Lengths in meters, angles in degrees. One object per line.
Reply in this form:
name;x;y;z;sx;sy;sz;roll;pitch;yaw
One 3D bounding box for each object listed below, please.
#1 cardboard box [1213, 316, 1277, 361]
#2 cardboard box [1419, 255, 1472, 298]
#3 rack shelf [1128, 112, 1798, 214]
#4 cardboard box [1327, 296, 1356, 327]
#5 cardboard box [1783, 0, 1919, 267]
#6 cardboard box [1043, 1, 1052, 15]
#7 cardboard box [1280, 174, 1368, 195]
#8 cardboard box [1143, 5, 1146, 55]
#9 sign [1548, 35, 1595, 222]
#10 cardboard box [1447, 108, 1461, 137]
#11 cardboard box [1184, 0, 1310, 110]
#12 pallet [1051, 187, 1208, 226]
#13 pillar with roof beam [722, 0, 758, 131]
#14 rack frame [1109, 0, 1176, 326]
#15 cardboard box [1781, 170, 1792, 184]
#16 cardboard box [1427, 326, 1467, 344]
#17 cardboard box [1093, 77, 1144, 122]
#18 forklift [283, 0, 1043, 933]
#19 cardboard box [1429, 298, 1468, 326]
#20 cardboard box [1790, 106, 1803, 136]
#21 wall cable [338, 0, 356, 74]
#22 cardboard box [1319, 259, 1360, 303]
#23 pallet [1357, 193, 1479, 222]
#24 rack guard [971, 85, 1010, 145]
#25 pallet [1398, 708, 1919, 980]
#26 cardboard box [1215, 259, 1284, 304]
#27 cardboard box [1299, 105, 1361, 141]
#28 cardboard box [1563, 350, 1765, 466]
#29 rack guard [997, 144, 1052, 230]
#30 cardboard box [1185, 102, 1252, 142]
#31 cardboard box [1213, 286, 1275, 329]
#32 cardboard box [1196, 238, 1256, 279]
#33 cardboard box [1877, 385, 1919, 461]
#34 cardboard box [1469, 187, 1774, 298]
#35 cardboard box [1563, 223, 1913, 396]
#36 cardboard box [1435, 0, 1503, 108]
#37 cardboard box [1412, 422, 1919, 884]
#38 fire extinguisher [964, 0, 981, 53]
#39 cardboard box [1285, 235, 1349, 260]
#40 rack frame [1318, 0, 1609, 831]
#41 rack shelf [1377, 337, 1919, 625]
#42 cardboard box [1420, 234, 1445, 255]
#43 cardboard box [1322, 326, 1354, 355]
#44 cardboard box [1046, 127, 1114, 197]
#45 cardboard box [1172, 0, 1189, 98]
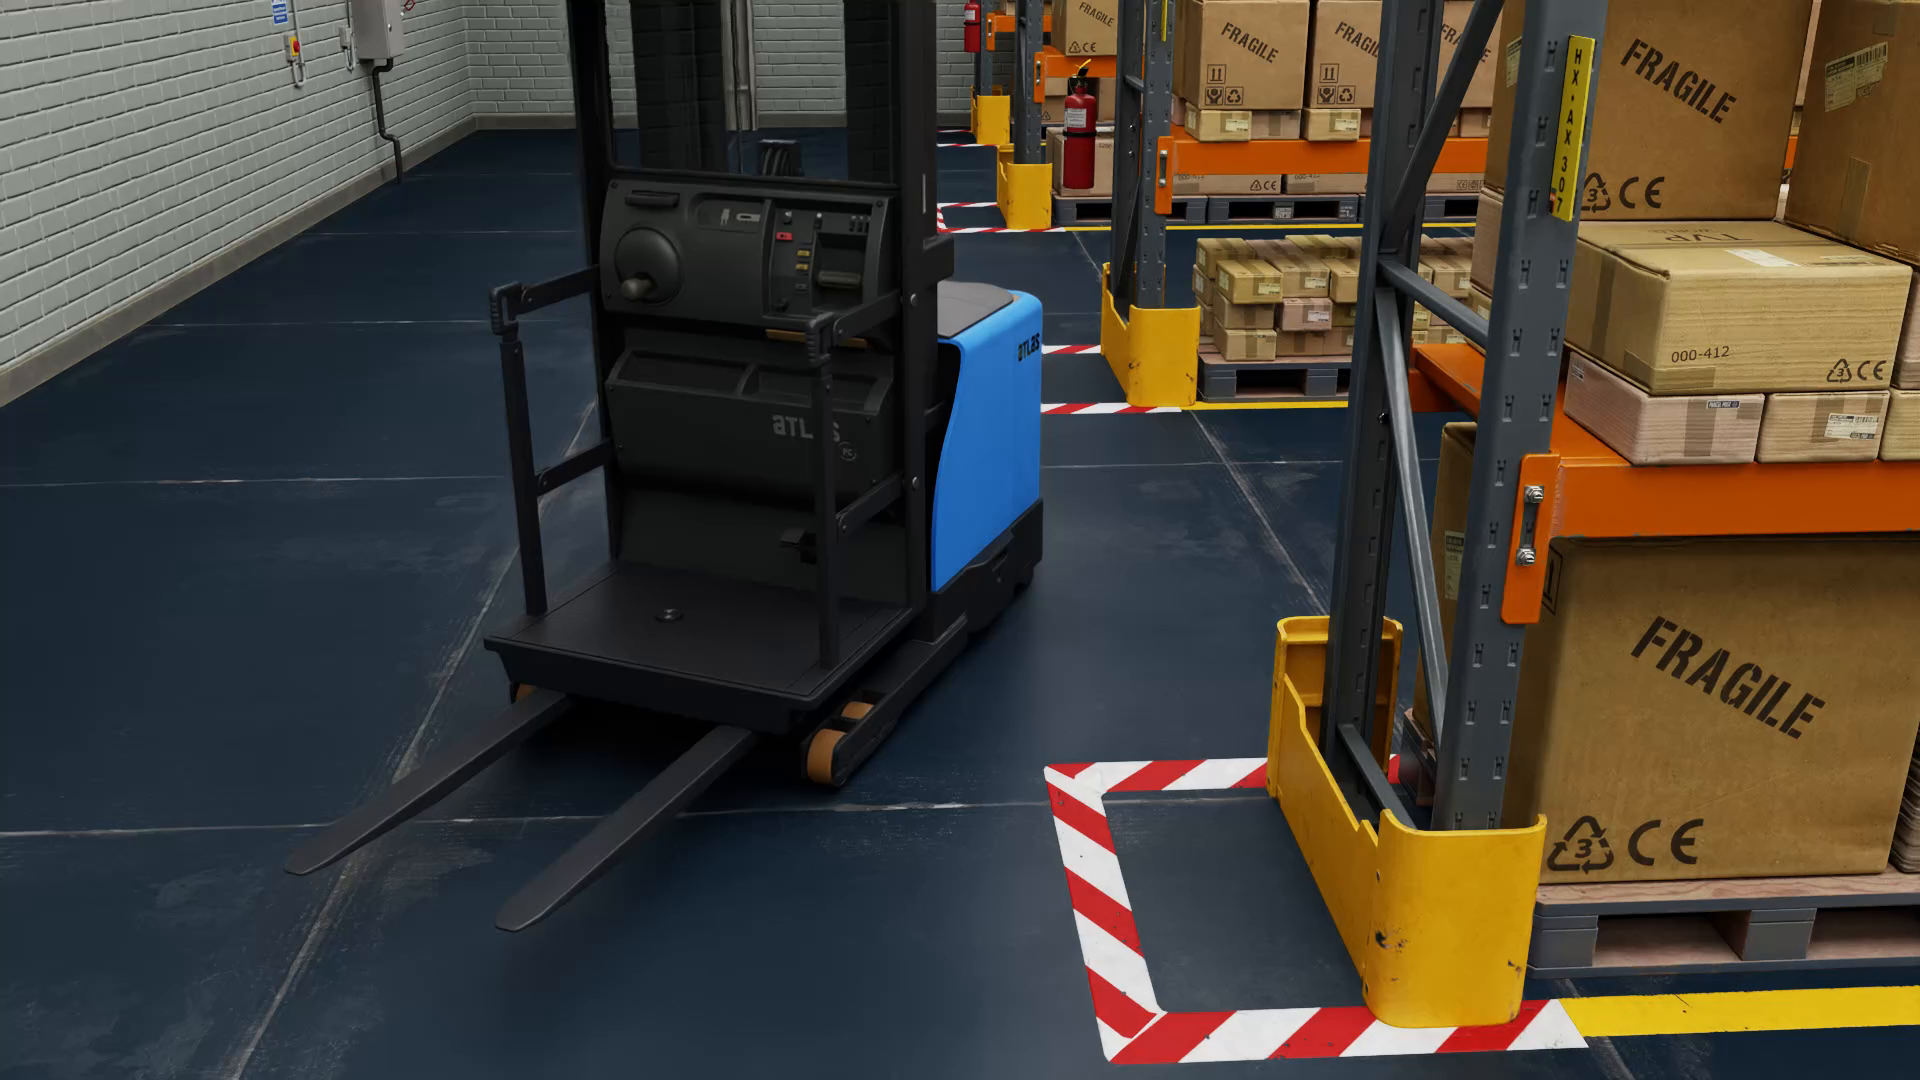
cardboard box;1.461;-1.039;8.551;0.250;0.149;0.380;-1;21;-2
cardboard box;2.510;-1.355;8.544;0.250;0.149;0.380;0;21;-1
rack shelf;2.916;-1.983;8.624;4.000;0.370;1.077;-1;21;-3
cardboard box;1.973;-1.223;8.615;0.250;0.149;0.380;-1;21;-2
cardboard box;2.096;-0.858;3.397;0.500;0.500;0.500;-2;21;-4
cardboard box;0.844;-5.611;17.497;0.250;0.149;0.380;-1;21;-2
cardboard box;3.003;-3.122;13.615;0.875;0.438;0.875;-2;21;-5
cardboard box;1.535;-4.009;12.795;0.500;0.500;0.500;-1;21;-4
sign;1.127;-0.759;3.070;0.005;0.325;0.100;-1;21;-3
cardboard box;2.308;-2.108;8.295;0.250;0.149;0.380;-1;21;-4
cardboard box;1.384;-2.375;8.085;0.500;0.500;0.500;0;21;0
pallet;1.330;-2.775;13.614;1.213;0.211;1.003;-1;21;-3
pillar with roof beam;-2.249;-7.338;13.247;0.400;9.000;9.100;-1;21;-3
rack frame;0.920;-2.278;8.389;0.127;3.000;1.000;-1;21;-3
cardboard box;6.938;-3.399;13.730;0.875;0.875;0.875;-1;21;-2
cardboard box;2.476;-1.086;8.675;0.250;0.149;0.380;-1;21;-3
cardboard box;1.721;-4.808;17.957;0.500;0.500;0.700;0;21;-1
forklift;-0.722;-0.833;4.689;1.130;2.935;3.031;8;22;21
cardboard box;2.495;-1.228;8.630;0.250;0.149;0.380;-2;21;-6
cardboard box;4.120;-2.125;8.340;0.250;0.149;0.380;0;21;-1
wall cable;-5.185;-4.890;13.822;0.122;1.984;0.588;-1;21;-3
cardboard box;1.989;-1.318;8.448;0.250;0.149;0.380;-1;21;-3
pallet;3.766;-2.825;13.745;1.213;0.211;1.003;-1;21;-3
rack guard;0.325;-4.631;18.082;0.348;0.500;1.175;-1;21;-3
pallet;1.896;0.745;4.368;1.213;0.211;1.003;-1;21;-3
cardboard box;1.462;-1.310;8.427;0.250;0.149;0.380;-2;21;-6
cardboard box;1.785;-2.057;8.162;0.250;0.149;0.380;-2;21;-5
cardboard box;1.475;-0.287;3.512;0.250;0.149;0.380;-1;21;-2
rack guard;0.512;-2.866;13.446;0.348;0.500;1.175;-1;21;-3
cardboard box;1.262;-2.051;8.145;0.250;0.149;0.380;-1;21;-3
cardboard box;1.457;-1.201;8.557;0.250;0.149;0.380;0;21;-1
cardboard box;1.434;-1.521;8.981;0.250;0.149;0.380;-1;21;-2
cardboard box;1.987;-0.298;3.541;0.250;0.149;0.380;-2;21;-4
cardboard box;1.570;-0.687;4.003;0.500;0.250;0.500;-1;21;-4
cardboard box;1.596;-0.497;3.504;0.500;0.250;0.500;-2;21;-4
cardboard box;2.406;-2.400;8.152;0.500;0.500;0.500;-1;21;-2
cardboard box;1.736;0.241;4.168;0.875;0.875;0.875;-1;21;-3
fire extinguisher;0.129;-5.420;17.275;0.183;0.674;0.296;-1;21;-3
cardboard box;1.939;-1.556;9.073;0.250;0.149;0.380;-2;21;-4
rack frame;1.102;-0.514;3.756;0.127;3.000;1.000;-1;21;-3
rack shelf;3.099;-0.219;3.991;4.000;0.370;1.077;-1;21;-3
cardboard box;2.466;-1.564;9.094;0.250;0.149;0.380;0;21;-1
cardboard box;1.965;-1.081;8.661;0.250;0.149;0.380;-1;21;-2
cardboard box;1.189;-3.082;13.512;0.875;0.438;0.875;-2;21;-5
cardboard box;1.353;-2.565;8.583;0.500;0.500;0.500;-1;21;-2
